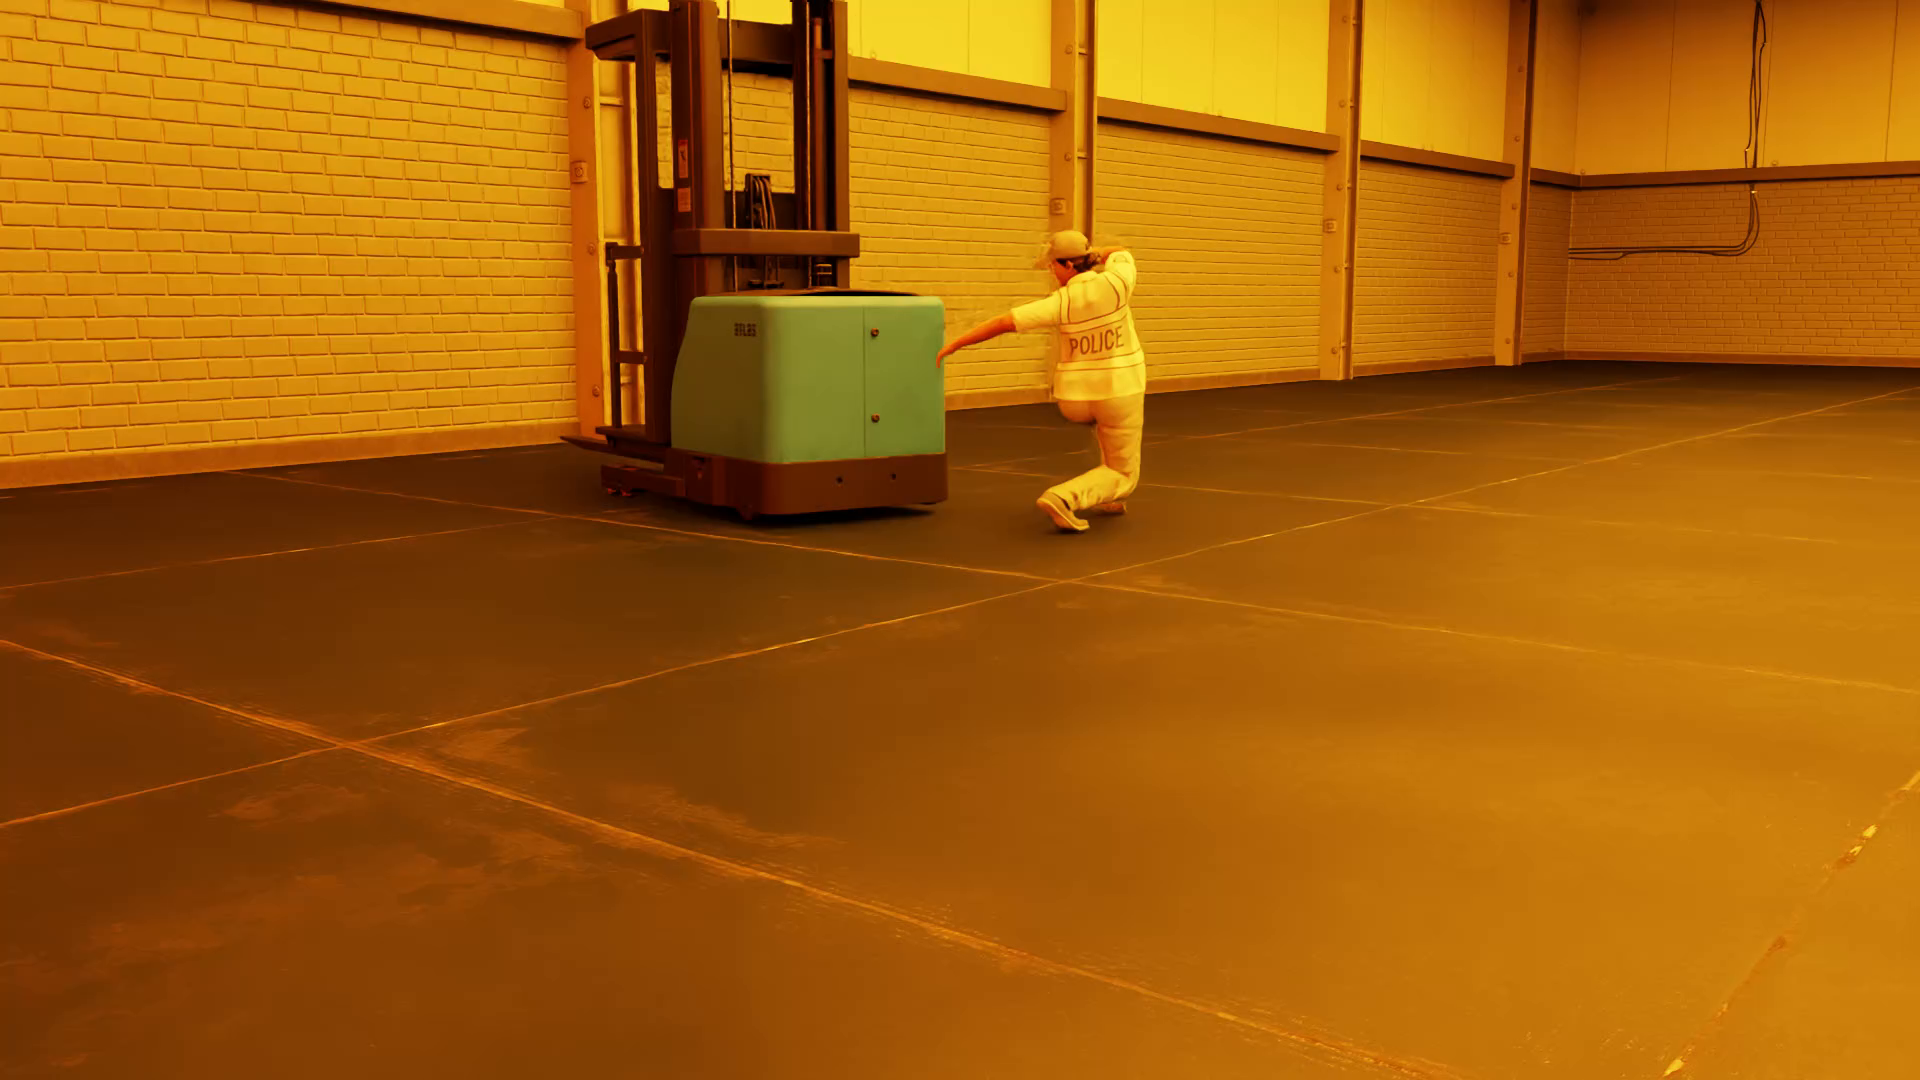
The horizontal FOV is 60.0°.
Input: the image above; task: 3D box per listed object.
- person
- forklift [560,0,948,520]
[{"bbox_3d":[0.441,-0.761,7.914,0.922,1.386,0.929,4,9,23],"label":"person"},{"bbox_3d":[-1.314,-1.712,8.980,1.130,2.935,3.031,-6,10,-35],"label":"forklift"}]
